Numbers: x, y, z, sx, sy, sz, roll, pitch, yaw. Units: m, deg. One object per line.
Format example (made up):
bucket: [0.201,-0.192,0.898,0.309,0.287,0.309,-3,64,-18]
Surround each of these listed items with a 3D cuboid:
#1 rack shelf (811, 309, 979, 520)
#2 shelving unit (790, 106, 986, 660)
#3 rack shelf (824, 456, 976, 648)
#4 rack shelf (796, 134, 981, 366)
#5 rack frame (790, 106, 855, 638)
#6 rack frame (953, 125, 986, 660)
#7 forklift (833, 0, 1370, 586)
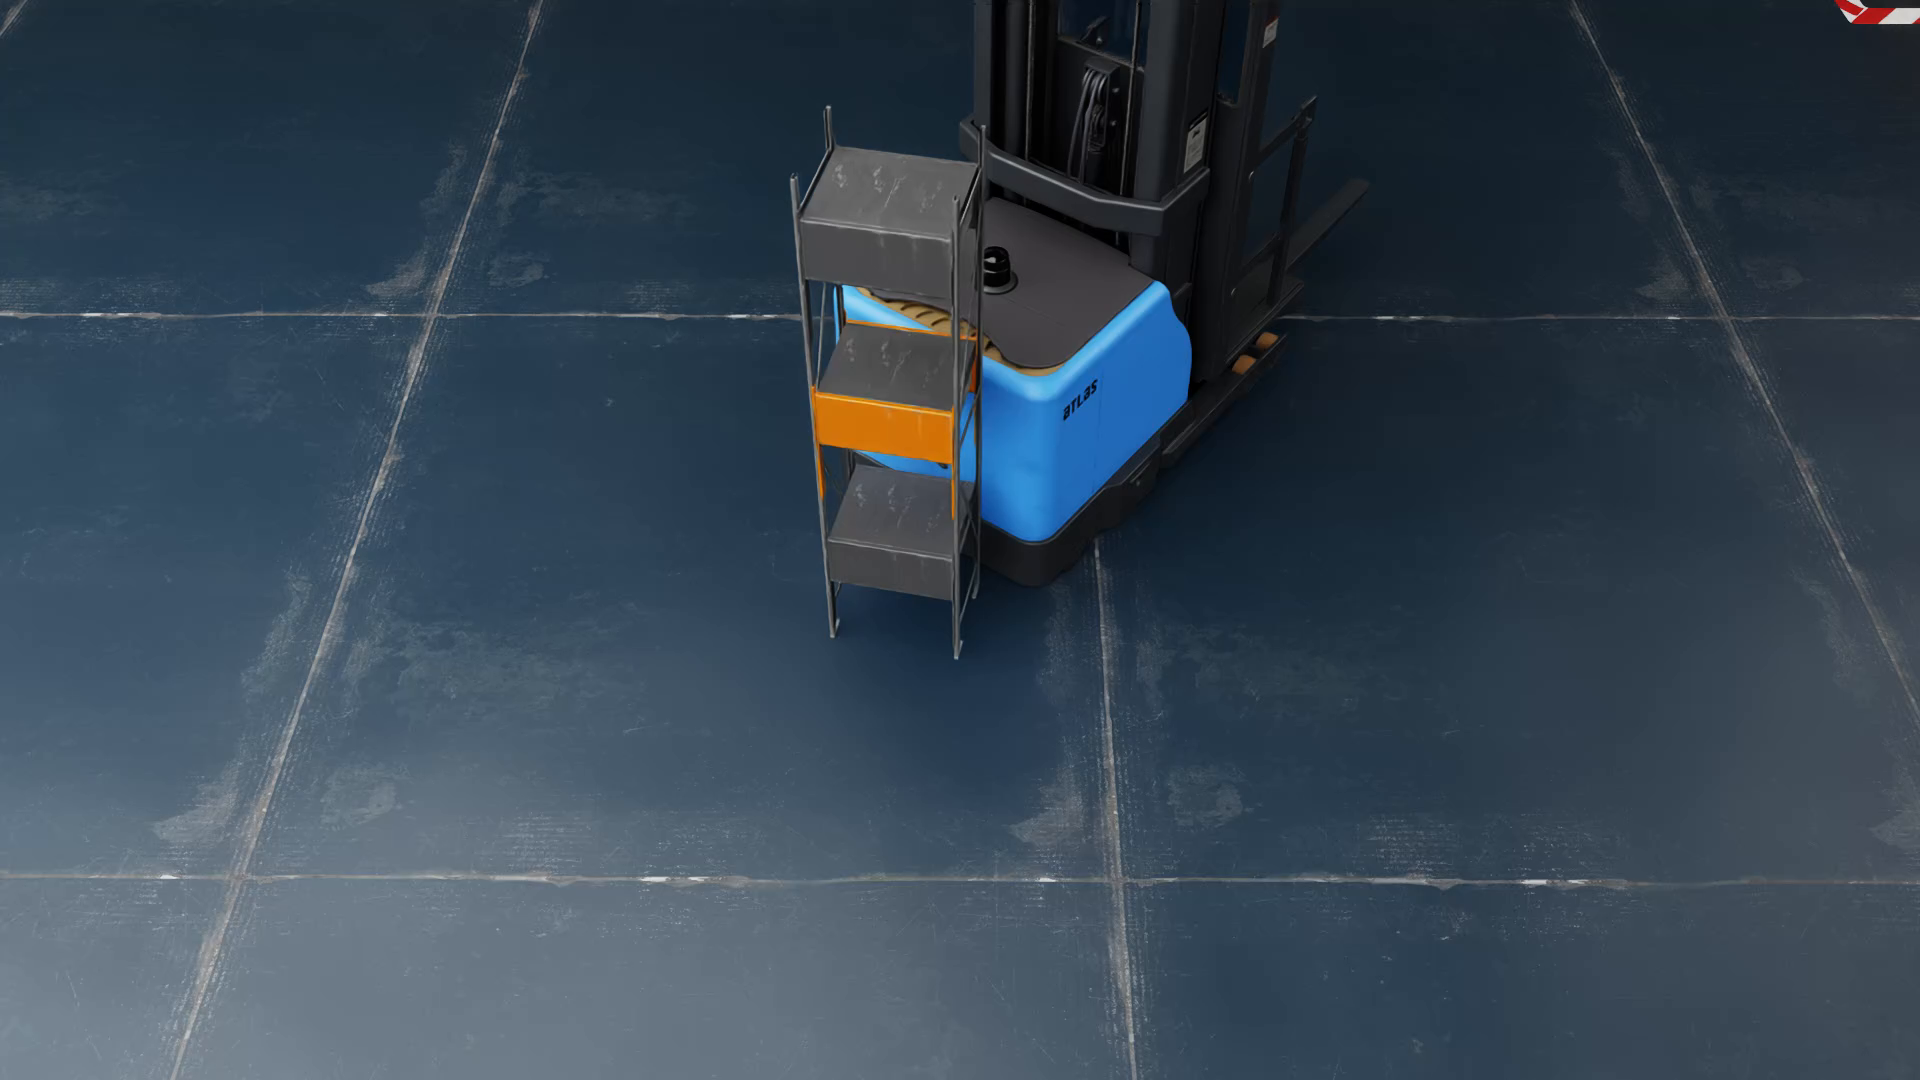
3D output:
rack shelf: [-0.209,-0.432,5.736,0.480,0.518,0.431,9,48,9]
shelving unit: [-0.209,-0.441,5.726,0.503,2.100,0.431,9,48,9]
rack shelf: [-0.209,0.045,6.249,0.480,0.518,0.431,9,48,9]
rack shelf: [-0.209,-0.909,5.224,0.480,0.518,0.431,9,48,9]
rack frame: [-0.447,-0.480,5.762,0.015,2.100,0.400,9,48,9]
rack frame: [0.029,-0.402,5.690,0.015,2.100,0.400,9,48,9]
forklift: [0.804,-1.850,6.470,1.130,2.935,3.031,29,53,24]
